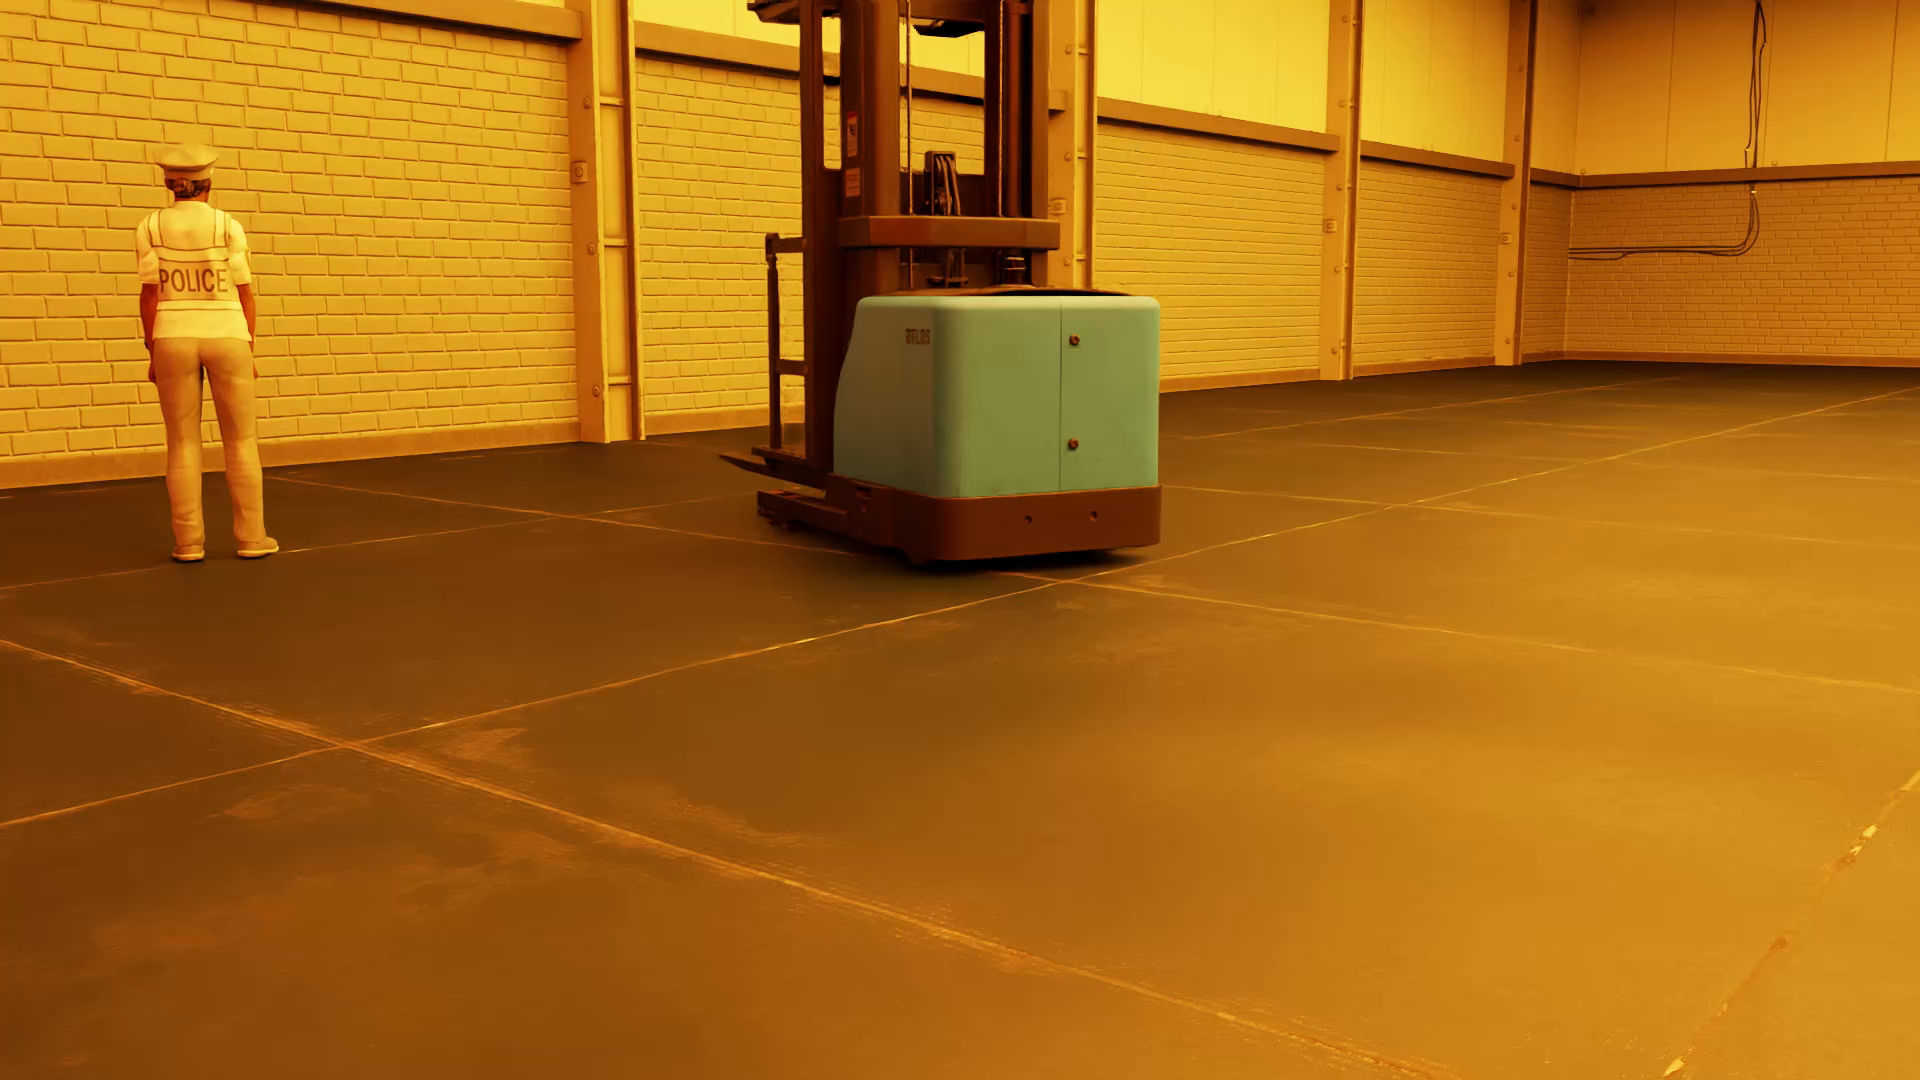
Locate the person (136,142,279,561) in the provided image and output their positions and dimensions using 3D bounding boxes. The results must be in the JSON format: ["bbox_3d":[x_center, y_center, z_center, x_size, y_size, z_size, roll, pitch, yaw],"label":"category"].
[{"bbox_3d":[-3.079,-0.763,6.787,0.452,1.694,0.352,-3,9,-19],"label":"person"}]

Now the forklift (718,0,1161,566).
[{"bbox_3d":[-0.310,-1.524,7.694,1.130,2.935,3.031,-4,9,-28],"label":"forklift"}]
